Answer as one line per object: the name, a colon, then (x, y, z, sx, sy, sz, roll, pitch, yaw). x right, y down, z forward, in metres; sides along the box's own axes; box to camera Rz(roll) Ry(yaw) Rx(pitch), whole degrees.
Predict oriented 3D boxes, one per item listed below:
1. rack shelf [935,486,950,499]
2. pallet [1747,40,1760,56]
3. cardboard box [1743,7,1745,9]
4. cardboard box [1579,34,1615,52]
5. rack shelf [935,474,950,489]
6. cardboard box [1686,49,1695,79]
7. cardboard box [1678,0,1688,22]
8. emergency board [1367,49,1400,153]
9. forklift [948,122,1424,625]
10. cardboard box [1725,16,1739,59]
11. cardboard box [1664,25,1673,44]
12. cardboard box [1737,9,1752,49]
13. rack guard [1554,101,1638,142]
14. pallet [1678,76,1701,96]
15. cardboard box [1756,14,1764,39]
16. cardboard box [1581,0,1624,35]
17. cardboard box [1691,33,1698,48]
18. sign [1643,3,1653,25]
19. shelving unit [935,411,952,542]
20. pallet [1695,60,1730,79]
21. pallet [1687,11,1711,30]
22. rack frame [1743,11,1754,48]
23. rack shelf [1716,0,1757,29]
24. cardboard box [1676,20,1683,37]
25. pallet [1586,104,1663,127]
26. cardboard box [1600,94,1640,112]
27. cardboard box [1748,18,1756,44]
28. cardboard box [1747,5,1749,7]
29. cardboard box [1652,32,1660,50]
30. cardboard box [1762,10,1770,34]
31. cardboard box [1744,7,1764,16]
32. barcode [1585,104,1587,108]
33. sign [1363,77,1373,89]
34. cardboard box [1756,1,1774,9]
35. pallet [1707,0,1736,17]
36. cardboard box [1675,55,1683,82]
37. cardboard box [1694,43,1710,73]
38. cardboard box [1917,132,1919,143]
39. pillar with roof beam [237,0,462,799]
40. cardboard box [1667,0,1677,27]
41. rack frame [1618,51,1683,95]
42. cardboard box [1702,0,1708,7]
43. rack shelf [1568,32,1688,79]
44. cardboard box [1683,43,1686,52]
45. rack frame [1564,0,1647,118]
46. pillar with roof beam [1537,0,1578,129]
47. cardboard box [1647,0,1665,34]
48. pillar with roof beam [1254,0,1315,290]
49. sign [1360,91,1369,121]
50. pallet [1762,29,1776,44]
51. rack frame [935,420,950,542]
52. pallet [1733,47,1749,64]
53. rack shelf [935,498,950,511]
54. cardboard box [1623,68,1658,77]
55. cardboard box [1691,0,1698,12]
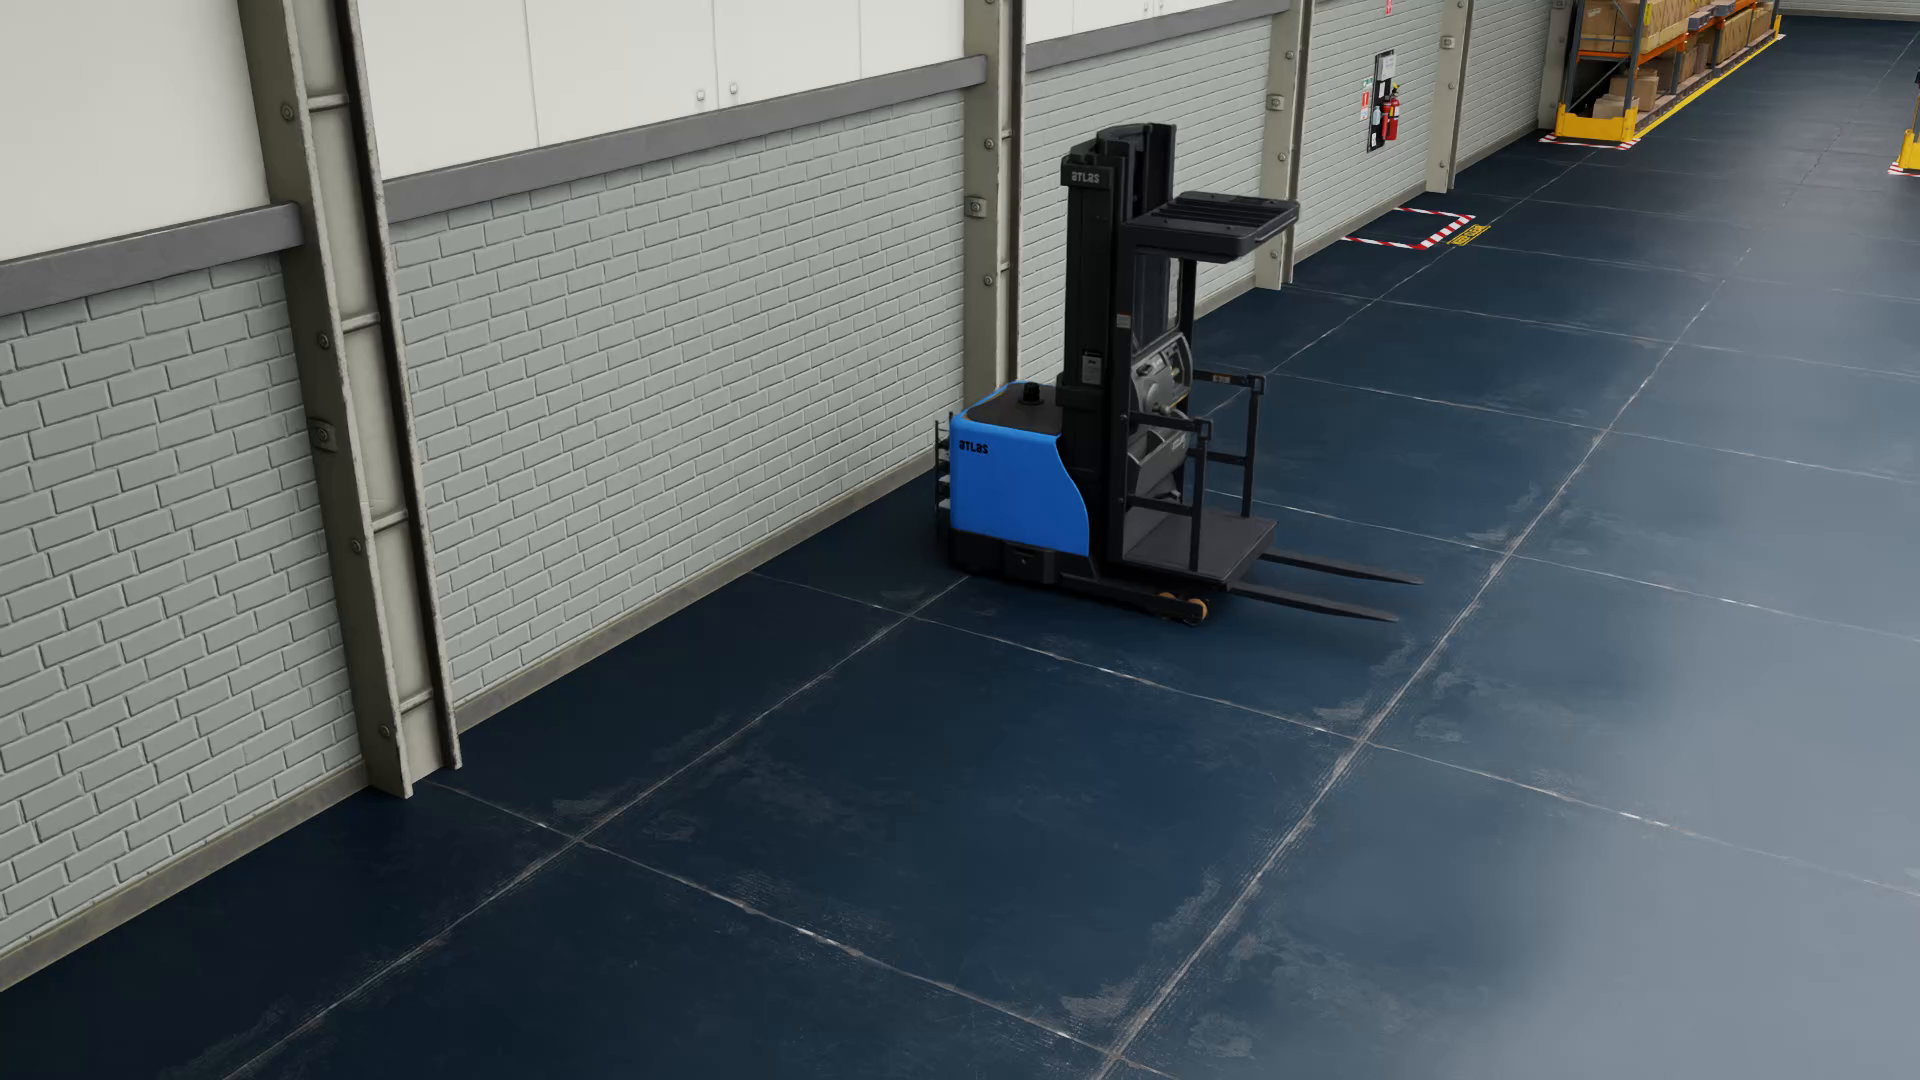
rack shelf: (-0.015, -0.308, 11.637, 0.258, 0.077, 0.200, 12, 26, 25)
pallet: (16.915, -10.822, 36.484, 1.003, 0.211, 1.213, 14, 27, 29)
cardboard box: (17.232, -11.781, 36.989, 0.380, 0.149, 0.250, 14, 27, 29)
cardboard box: (10.199, -7.950, 26.503, 0.500, 0.250, 0.500, 14, 27, 30)
rack shelf: (-0.015, -0.390, 11.601, 0.258, 0.077, 0.200, 12, 26, 25)
cardboard box: (13.393, -8.989, 31.332, 0.700, 0.500, 0.500, 14, 27, 29)
cardboard box: (11.982, -9.052, 28.104, 0.500, 0.500, 0.500, 14, 27, 29)
emergency board: (5.251, -5.378, 20.397, 0.194, 1.169, 0.643, 14, 27, 29)
forklift: (1.462, -1.048, 10.482, 3.031, 2.935, 1.130, 12, 26, 25)
cardboard box: (15.304, -10.233, 33.789, 0.750, 0.750, 0.750, 14, 27, 29)
cardboard box: (11.449, -8.369, 27.471, 0.500, 0.250, 0.500, 14, 27, 29)
cardboard box: (16.215, -10.821, 35.149, 0.750, 0.750, 0.750, 14, 27, 30)
rack guard: (10.157, -6.690, 26.575, 1.175, 0.500, 0.348, 14, 27, 29)
pallet: (13.279, -8.558, 31.254, 1.003, 0.211, 1.213, 14, 27, 29)
cardboard box: (17.469, -11.480, 37.110, 0.700, 0.500, 0.500, 15, 27, 30)
cardboard box: (10.185, -8.300, 26.366, 0.500, 0.500, 0.500, 14, 27, 28)
cardboard box: (13.648, -9.477, 31.516, 0.500, 0.250, 0.500, 14, 27, 30)
sign: (10.578, -8.095, 25.584, 0.100, 0.325, 0.005, 14, 27, 29)
shelving unit: (-0.015, -0.421, 11.588, 0.258, 0.900, 0.210, 12, 26, 25)
pallet: (14.817, -9.482, 33.388, 1.003, 0.211, 1.213, 14, 27, 29)
pallet: (12.754, -9.301, 29.701, 1.003, 0.211, 1.213, 14, 27, 29)
rack frame: (16.447, -11.862, 35.375, 1.000, 3.000, 0.127, 14, 27, 29)
rack shelf: (15.392, -10.857, 33.958, 1.077, 0.370, 4.000, 14, 27, 29)
cardboard box: (11.965, -8.712, 28.263, 0.500, 0.250, 0.500, 14, 27, 29)
pallet: (11.260, -7.235, 28.196, 1.003, 0.211, 1.213, 14, 27, 29)
cardboard box: (10.859, -7.187, 27.406, 0.500, 0.311, 0.500, 16, 28, 33)
cardboard box: (16.929, -11.138, 36.321, 0.700, 0.500, 0.500, 14, 27, 30)
cardboard box: (17.502, -11.954, 37.388, 0.380, 0.149, 0.250, 14, 27, 29)
cardboard box: (10.906, -8.028, 26.683, 0.500, 0.250, 0.500, 13, 27, 27)
cardboard box: (18.009, -11.831, 37.922, 0.700, 0.500, 0.500, 14, 27, 29)
cardboard box: (17.540, -11.690, 36.778, 0.380, 0.149, 0.250, 13, 27, 27)
barcode: (10.228, -7.088, 27.167, 0.001, 0.075, 0.075, 14, 27, 29)
sign: (4.881, -5.472, 19.903, 0.001, 0.109, 0.331, 14, 27, 29)
cardboard box: (18.360, -12.216, 37.995, 0.380, 0.149, 0.250, 14, 27, 28)
pallet: (14.052, -10.161, 31.687, 1.213, 0.211, 1.003, 14, 27, 29)
cardboard box: (12.831, -8.653, 30.556, 0.700, 0.500, 0.500, 13, 27, 28)
cardboard box: (14.002, -9.313, 32.079, 0.700, 0.500, 0.500, 14, 27, 30)
cardboard box: (14.360, -5.949, 24.648, 0.500, 0.250, 0.500, 14, 27, 29)
pillar with roof beam: (0.749, -1.980, 4.996, 9.100, 9.000, 0.400, 14, 27, 29)
cardboard box: (11.434, -8.709, 27.311, 0.500, 0.500, 0.500, 15, 27, 31)
rack frame: (12.227, -9.162, 29.137, 1.000, 3.000, 0.127, 14, 27, 29)
cardboard box: (13.460, -10.174, 30.795, 0.700, 0.500, 0.500, 14, 27, 29)
rack shelf: (11.172, -8.157, 27.721, 1.077, 0.370, 4.000, 14, 27, 29)
cardboard box: (13.102, -9.138, 30.732, 0.500, 0.250, 0.500, 13, 27, 27)
rack frame: (10.117, -7.812, 26.019, 1.000, 3.000, 0.127, 14, 27, 29)
pillar with roof beam: (13.409, -10.080, 23.708, 9.100, 9.000, 0.400, 14, 27, 29)
cardboard box: (10.894, -8.359, 26.503, 0.500, 0.500, 0.500, 14, 27, 29)
pillar with roof beam: (7.079, -6.030, 14.352, 9.100, 9.000, 0.400, 14, 27, 29)
sign: (4.872, -5.229, 20.009, 0.001, 0.329, 0.234, 14, 27, 29)
pallet: (18.202, -11.646, 38.386, 1.003, 0.211, 1.213, 14, 27, 29)
rack frame: (-0.063, -0.385, 11.505, 0.240, 0.900, 0.006, 12, 26, 25)
pallet: (16.104, -10.306, 35.290, 1.003, 0.211, 1.213, 14, 27, 29)
rack shelf: (-0.015, -0.225, 11.672, 0.258, 0.077, 0.200, 12, 26, 25)
cardboard box: (11.714, -7.858, 28.718, 0.500, 0.500, 0.500, 12, 26, 25)
cardboard box: (12.826, -9.761, 29.843, 0.700, 0.500, 0.500, 17, 29, 34)
